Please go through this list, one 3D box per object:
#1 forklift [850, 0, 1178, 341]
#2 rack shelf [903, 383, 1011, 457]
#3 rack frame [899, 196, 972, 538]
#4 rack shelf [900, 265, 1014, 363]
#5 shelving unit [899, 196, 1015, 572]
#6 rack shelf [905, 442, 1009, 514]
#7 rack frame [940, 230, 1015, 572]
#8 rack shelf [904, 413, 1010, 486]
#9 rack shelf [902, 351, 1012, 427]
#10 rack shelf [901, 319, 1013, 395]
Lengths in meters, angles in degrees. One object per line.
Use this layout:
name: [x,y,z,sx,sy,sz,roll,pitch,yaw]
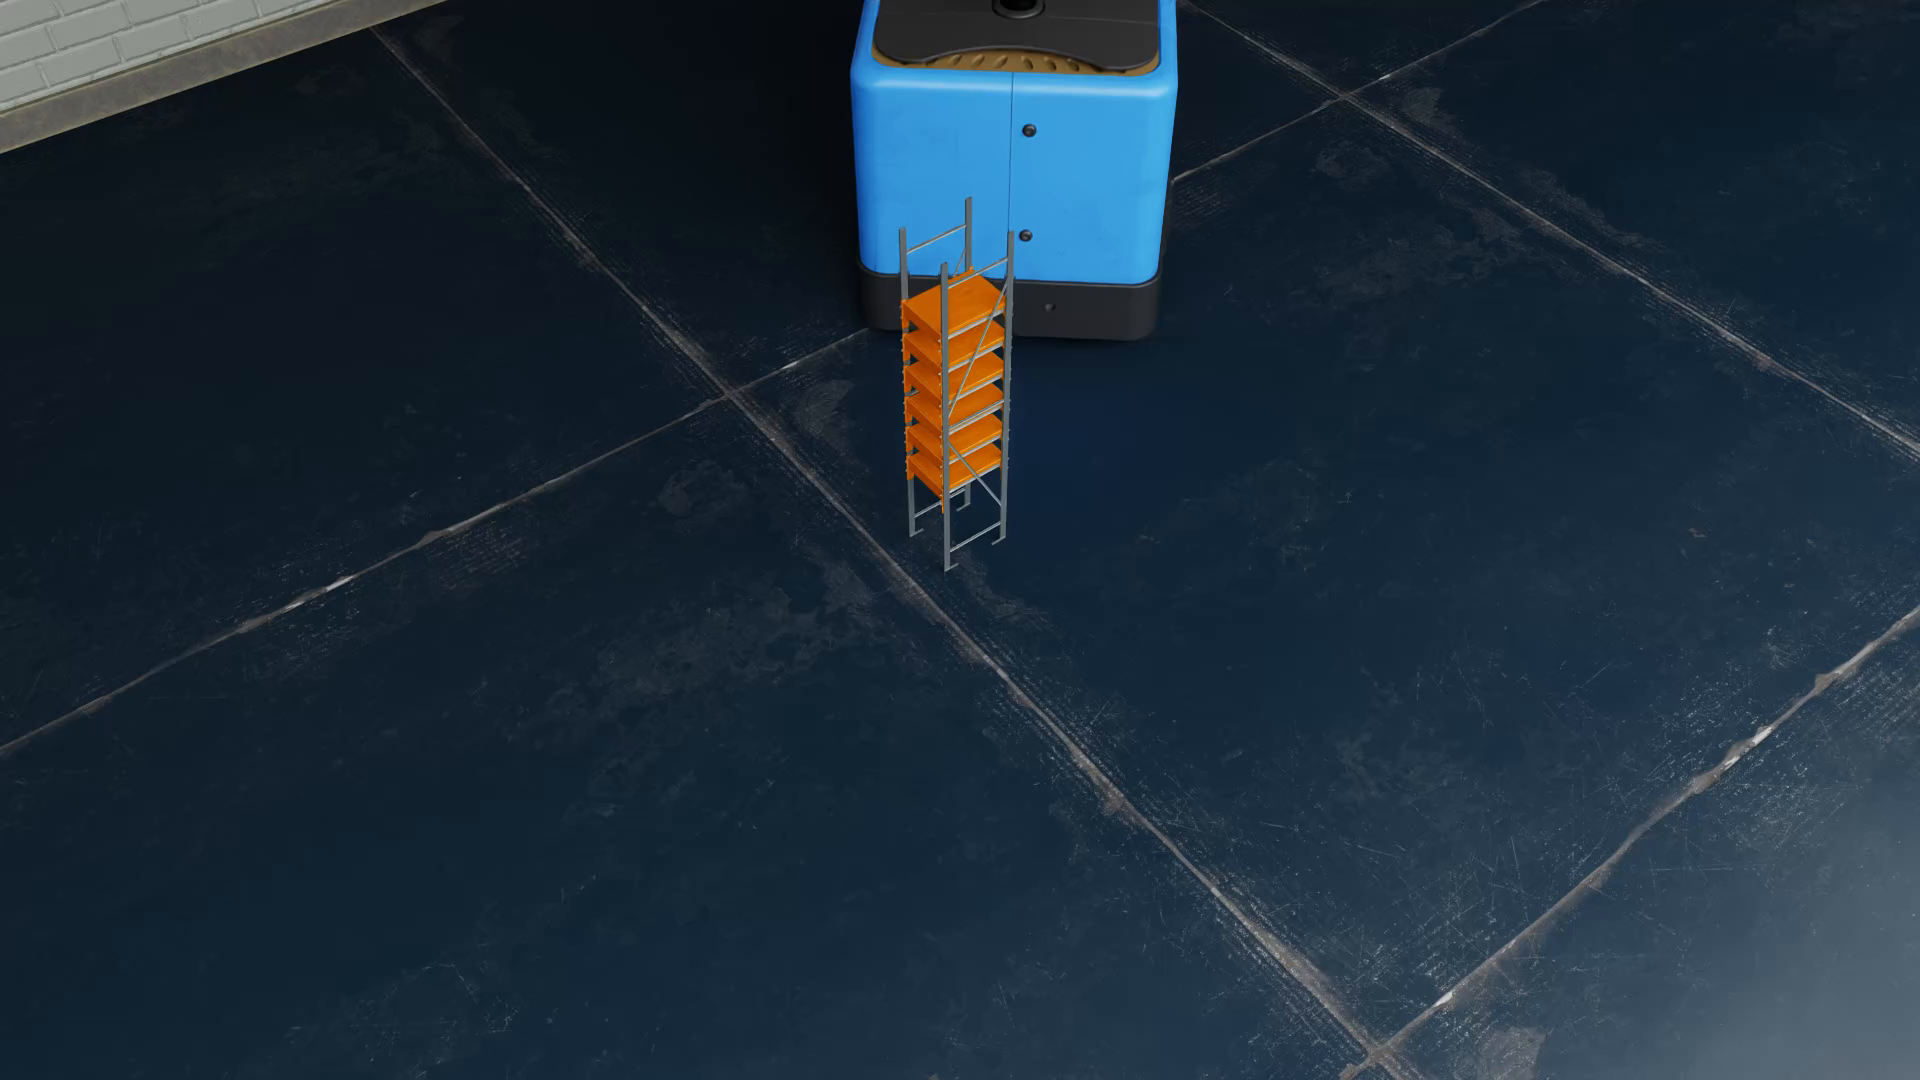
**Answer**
forklift: [0.262,-2.769,5.782,1.130,2.935,3.031,3,48,3]
rack shelf: [-0.009,-0.382,4.846,0.258,0.103,0.180,-29,54,-24]
rack frame: [-0.064,-0.465,4.862,0.240,1.200,0.006,-29,54,-24]
rack shelf: [-0.009,-0.623,4.579,0.258,0.103,0.180,-29,54,-24]
shelving unit: [-0.009,-0.412,4.813,0.258,1.200,0.189,-29,54,-24]
rack shelf: [-0.009,-0.220,5.024,0.258,0.103,0.180,-29,54,-24]
rack frame: [0.047,-0.358,4.764,0.240,1.200,0.006,-29,54,-24]
rack shelf: [-0.009,-0.301,4.935,0.258,0.103,0.180,-29,54,-24]
rack shelf: [-0.009,-0.462,4.757,0.258,0.103,0.180,-29,54,-24]
rack shelf: [-0.009,-0.543,4.668,0.258,0.103,0.180,-29,54,-24]
